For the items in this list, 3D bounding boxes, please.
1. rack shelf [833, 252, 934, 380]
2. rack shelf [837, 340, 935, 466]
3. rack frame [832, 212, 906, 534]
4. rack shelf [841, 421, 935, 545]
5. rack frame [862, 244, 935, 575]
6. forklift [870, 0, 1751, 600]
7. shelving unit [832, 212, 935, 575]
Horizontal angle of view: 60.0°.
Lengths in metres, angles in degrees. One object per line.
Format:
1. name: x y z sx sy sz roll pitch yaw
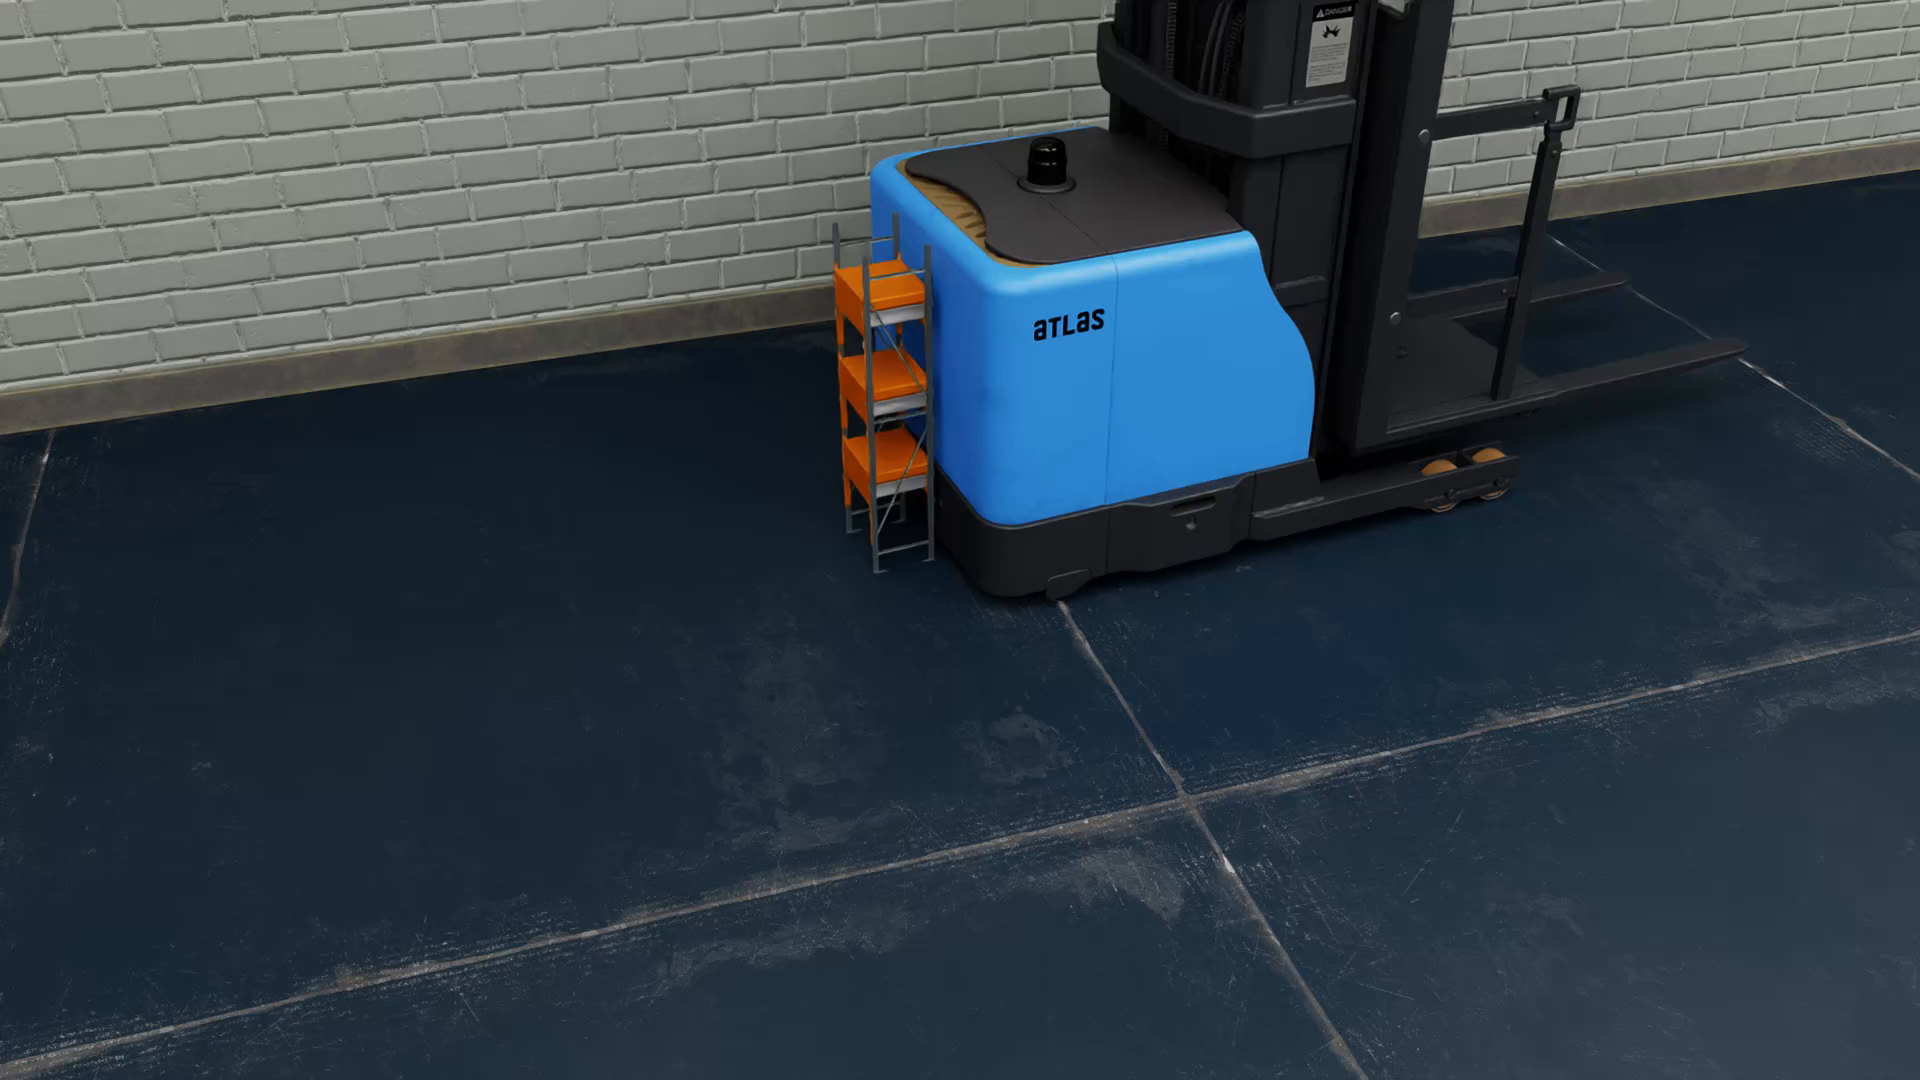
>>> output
1. rack shelf: -0.220 -0.645 4.778 0.215 0.259 0.240 -13 36 -19
2. rack shelf: -0.220 -0.408 4.935 0.215 0.259 0.240 -13 36 -19
3. rack frame: -0.268 -0.479 5.023 0.200 1.050 0.008 -13 36 -19
4. rack shelf: -0.220 -0.177 5.088 0.215 0.259 0.240 -13 36 -19
5. rack frame: -0.173 -0.355 4.835 0.200 1.050 0.008 -13 36 -19
6. forklift: 1.278 -1.568 4.965 3.031 2.935 1.130 -13 36 -19
7. shelving unit: -0.220 -0.417 4.929 0.215 1.050 0.252 -13 36 -19
